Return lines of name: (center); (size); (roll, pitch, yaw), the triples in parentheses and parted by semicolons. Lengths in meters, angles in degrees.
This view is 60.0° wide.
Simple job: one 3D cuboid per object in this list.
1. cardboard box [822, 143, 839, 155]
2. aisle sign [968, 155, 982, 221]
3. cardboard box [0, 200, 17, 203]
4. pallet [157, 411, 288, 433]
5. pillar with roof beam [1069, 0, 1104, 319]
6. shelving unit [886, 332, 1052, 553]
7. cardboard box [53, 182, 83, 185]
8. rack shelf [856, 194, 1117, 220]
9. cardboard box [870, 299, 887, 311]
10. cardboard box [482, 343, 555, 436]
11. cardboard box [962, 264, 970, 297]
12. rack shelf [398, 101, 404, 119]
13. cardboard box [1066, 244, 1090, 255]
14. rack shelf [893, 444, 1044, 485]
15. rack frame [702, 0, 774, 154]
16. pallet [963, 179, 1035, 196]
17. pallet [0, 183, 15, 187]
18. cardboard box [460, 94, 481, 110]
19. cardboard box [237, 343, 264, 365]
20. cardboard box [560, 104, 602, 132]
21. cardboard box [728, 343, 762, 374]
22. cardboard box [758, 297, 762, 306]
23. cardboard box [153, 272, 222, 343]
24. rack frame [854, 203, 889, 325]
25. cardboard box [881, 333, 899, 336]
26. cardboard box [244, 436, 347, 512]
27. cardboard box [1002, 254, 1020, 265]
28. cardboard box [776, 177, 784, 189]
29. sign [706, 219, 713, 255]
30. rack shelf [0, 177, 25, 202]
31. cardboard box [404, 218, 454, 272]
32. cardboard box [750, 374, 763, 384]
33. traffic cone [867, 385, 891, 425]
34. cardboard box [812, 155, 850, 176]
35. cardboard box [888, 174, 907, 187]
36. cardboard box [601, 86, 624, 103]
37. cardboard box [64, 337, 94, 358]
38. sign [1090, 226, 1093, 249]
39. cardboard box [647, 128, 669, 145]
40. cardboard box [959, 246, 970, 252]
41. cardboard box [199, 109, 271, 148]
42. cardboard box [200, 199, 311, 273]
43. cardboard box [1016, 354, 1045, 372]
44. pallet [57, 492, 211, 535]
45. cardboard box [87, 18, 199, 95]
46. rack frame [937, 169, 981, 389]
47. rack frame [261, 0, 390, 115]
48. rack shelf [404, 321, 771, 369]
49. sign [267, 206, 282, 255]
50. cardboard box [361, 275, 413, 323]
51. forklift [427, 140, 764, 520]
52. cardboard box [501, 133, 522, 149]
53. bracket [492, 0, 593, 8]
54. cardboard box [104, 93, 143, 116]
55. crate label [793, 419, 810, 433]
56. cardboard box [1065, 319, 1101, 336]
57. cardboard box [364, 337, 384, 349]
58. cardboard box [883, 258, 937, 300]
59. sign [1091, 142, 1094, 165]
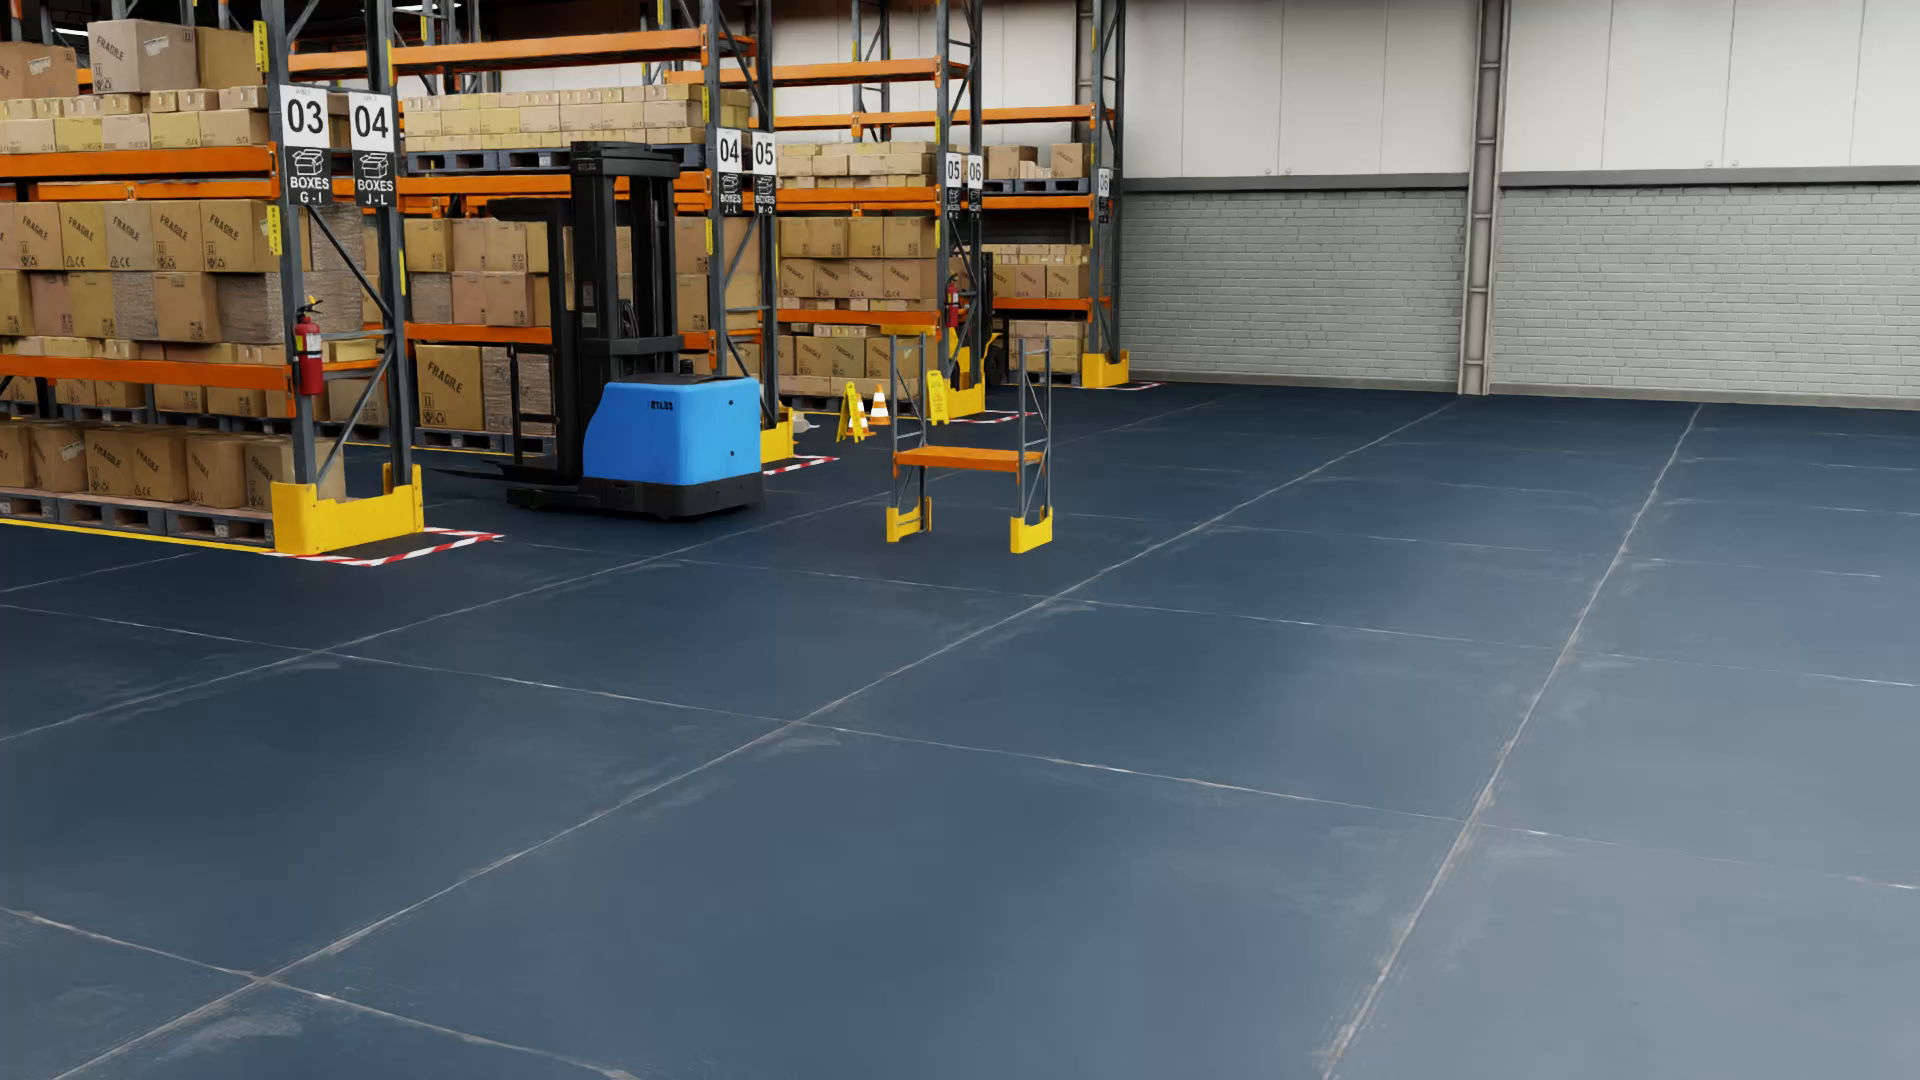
cardboard box: (-1.534, -4.889, 20.863); (0.250, 0.149, 0.380); (5, 11, 24)
aisle sign: (0.188, -4.371, 20.660); (0.004, 0.787, 0.394); (5, 11, 26)
cardboard box: (-8.627, -2.367, 14.020); (1.000, 1.000, 1.000); (5, 11, 26)
pallet: (-8.605, -1.433, 19.554); (1.213, 0.211, 1.003); (5, 11, 26)
pillar with roof beam: (0.058, -6.304, 21.792); (0.400, 9.000, 9.100); (5, 11, 26)
shelving unit: (0.068, -0.732, 12.063); (1.083, 1.500, 0.587); (5, 11, 26)
cardboard box: (-10.357, -4.446, 19.670); (0.500, 0.500, 0.500); (5, 11, 26)
rack shelf: (0.395, -5.120, 25.694); (4.000, 0.370, 1.077); (5, 11, 26)
cardboard box: (-0.931, -2.945, 20.784); (0.250, 0.149, 0.380); (5, 11, 25)
cardboard box: (-4.348, -1.594, 17.401); (0.875, 0.875, 0.875); (5, 11, 26)
cardboard box: (0.254, -4.007, 25.666); (0.500, 0.500, 0.500); (5, 11, 26)
rack shelf: (-8.972, -6.237, 24.564); (4.000, 0.370, 1.077); (5, 11, 26)
cardboard box: (1.774, -4.350, 24.903); (0.250, 0.149, 0.380); (5, 11, 26)
rack shelf: (0.076, -0.554, 12.092); (1.000, 0.185, 0.538); (5, 11, 26)
rack frame: (-2.104, -5.201, 15.698); (0.127, 3.000, 1.000); (5, 11, 26)
pallet: (0.468, -5.429, 25.628); (1.213, 0.211, 1.003); (5, 11, 26)
pallet: (-11.428, -4.431, 20.395); (1.003, 0.211, 1.213); (5, 11, 26)
cardboard box: (-4.831, -4.422, 16.823); (0.250, 0.149, 0.380); (5, 11, 25)
cardboard box: (-4.960, -1.350, 11.973); (0.250, 0.149, 0.380); (5, 11, 26)
cardboard box: (-3.565, -4.126, 16.310); (0.500, 0.250, 0.500); (5, 11, 25)
cardboard box: (-2.697, -2.455, 21.809); (0.500, 0.500, 0.500); (6, 12, 28)
cardboard box: (-2.491, -3.094, 21.609); (0.250, 0.149, 0.380); (5, 11, 26)
cardboard box: (-5.372, -1.728, 12.240); (0.500, 0.500, 0.875); (5, 11, 26)
rack frame: (-1.399, -4.155, 26.768); (0.127, 3.000, 1.000); (5, 11, 26)
cardboard box: (-1.098, -2.420, 21.614); (0.500, 0.500, 0.500); (5, 11, 24)
cardboard box: (-4.942, -0.493, 12.372); (0.500, 0.500, 0.500); (8, 13, 36)
cardboard box: (0.828, -4.272, 25.308); (0.250, 0.149, 0.380); (5, 11, 24)
cardboard box: (-2.303, -4.536, 21.151); (0.250, 0.149, 0.380); (5, 11, 25)
sign: (-2.357, -2.849, 15.636); (0.005, 0.325, 0.100); (5, 11, 26)
rack shelf: (-9.770, -3.059, 14.309); (4.000, 0.370, 1.077); (5, 11, 26)
cardboard box: (-5.376, -3.135, 17.674); (0.550, 0.550, 0.875); (5, 11, 26)
cardboard box: (-2.698, -2.086, 21.876); (0.500, 0.250, 0.500); (6, 12, 29)
traffic cone: (-0.961, -1.627, 19.919); (0.334, 0.463, 0.336); (5, 11, 26)
cardboard box: (-1.500, -4.673, 20.791); (0.500, 0.250, 0.500); (5, 12, 27)
cardboard box: (-0.686, -4.397, 20.388); (0.250, 0.149, 0.380); (5, 11, 26)
cardboard box: (-3.242, -4.282, 16.051); (0.250, 0.149, 0.380); (5, 12, 27)
cardboard box: (-6.566, -1.475, 12.663); (0.250, 0.149, 0.380); (5, 11, 26)
sign: (1.936, -4.441, 24.430); (0.005, 0.325, 0.100); (5, 11, 26)
cardboard box: (-2.778, -3.849, 15.898); (0.250, 0.149, 0.380); (5, 11, 26)
cardboard box: (0.178, -4.492, 25.691); (0.250, 0.149, 0.380); (5, 11, 26)
cardboard box: (-4.934, -2.864, 11.632); (0.500, 0.250, 0.500); (5, 12, 27)
cardboard box: (-4.992, -2.156, 11.797); (0.500, 0.500, 0.500); (5, 11, 26)
cardboard box: (1.186, -2.721, 25.385); (0.500, 0.250, 0.500); (5, 11, 26)
pallet: (-6.260, -0.264, 13.098); (1.213, 0.211, 1.003); (5, 11, 26)
cardboard box: (-5.891, -3.464, 12.004); (0.500, 0.500, 0.500); (5, 11, 26)
rack frame: (-0.004, -3.047, 20.645); (0.127, 3.000, 1.000); (5, 11, 26)
rack frame: (-4.389, -4.417, 11.365); (0.127, 3.000, 1.000); (5, 11, 26)
rack shelf: (-3.898, -2.052, 17.167); (4.000, 0.370, 1.077); (5, 11, 26)
sign: (-4.653, -2.103, 11.287); (0.005, 0.325, 0.100); (5, 11, 26)
cardboard box: (-6.277, -2.612, 17.957); (0.500, 0.500, 0.500); (5, 11, 25)
forklift: (-3.148, -1.764, 13.749); (3.031, 2.935, 1.130); (6, 12, 29)
cardboard box: (-4.372, -3.989, 16.672); (0.250, 0.149, 0.380); (5, 11, 26)
bracket: (-6.258, -9.414, 28.872); (4.783, 0.066, 0.076); (5, 11, 26)
cardboard box: (-5.940, -3.139, 12.029); (0.250, 0.149, 0.380); (4, 11, 23)
crate label: (-1.880, -1.314, 19.109); (0.298, 0.136, 0.250); (-1, 10, -4)
cardboard box: (1.841, -3.254, 25.521); (0.500, 0.250, 0.500); (5, 11, 25)
cardboard box: (-8.559, -2.977, 25.046); (0.875, 0.875, 0.875); (5, 11, 27)
cardboard box: (-0.613, -3.242, 20.602); (0.500, 0.500, 0.500); (5, 11, 25)
sign: (1.936, -5.627, 24.215); (0.005, 0.325, 0.100); (5, 11, 26)
